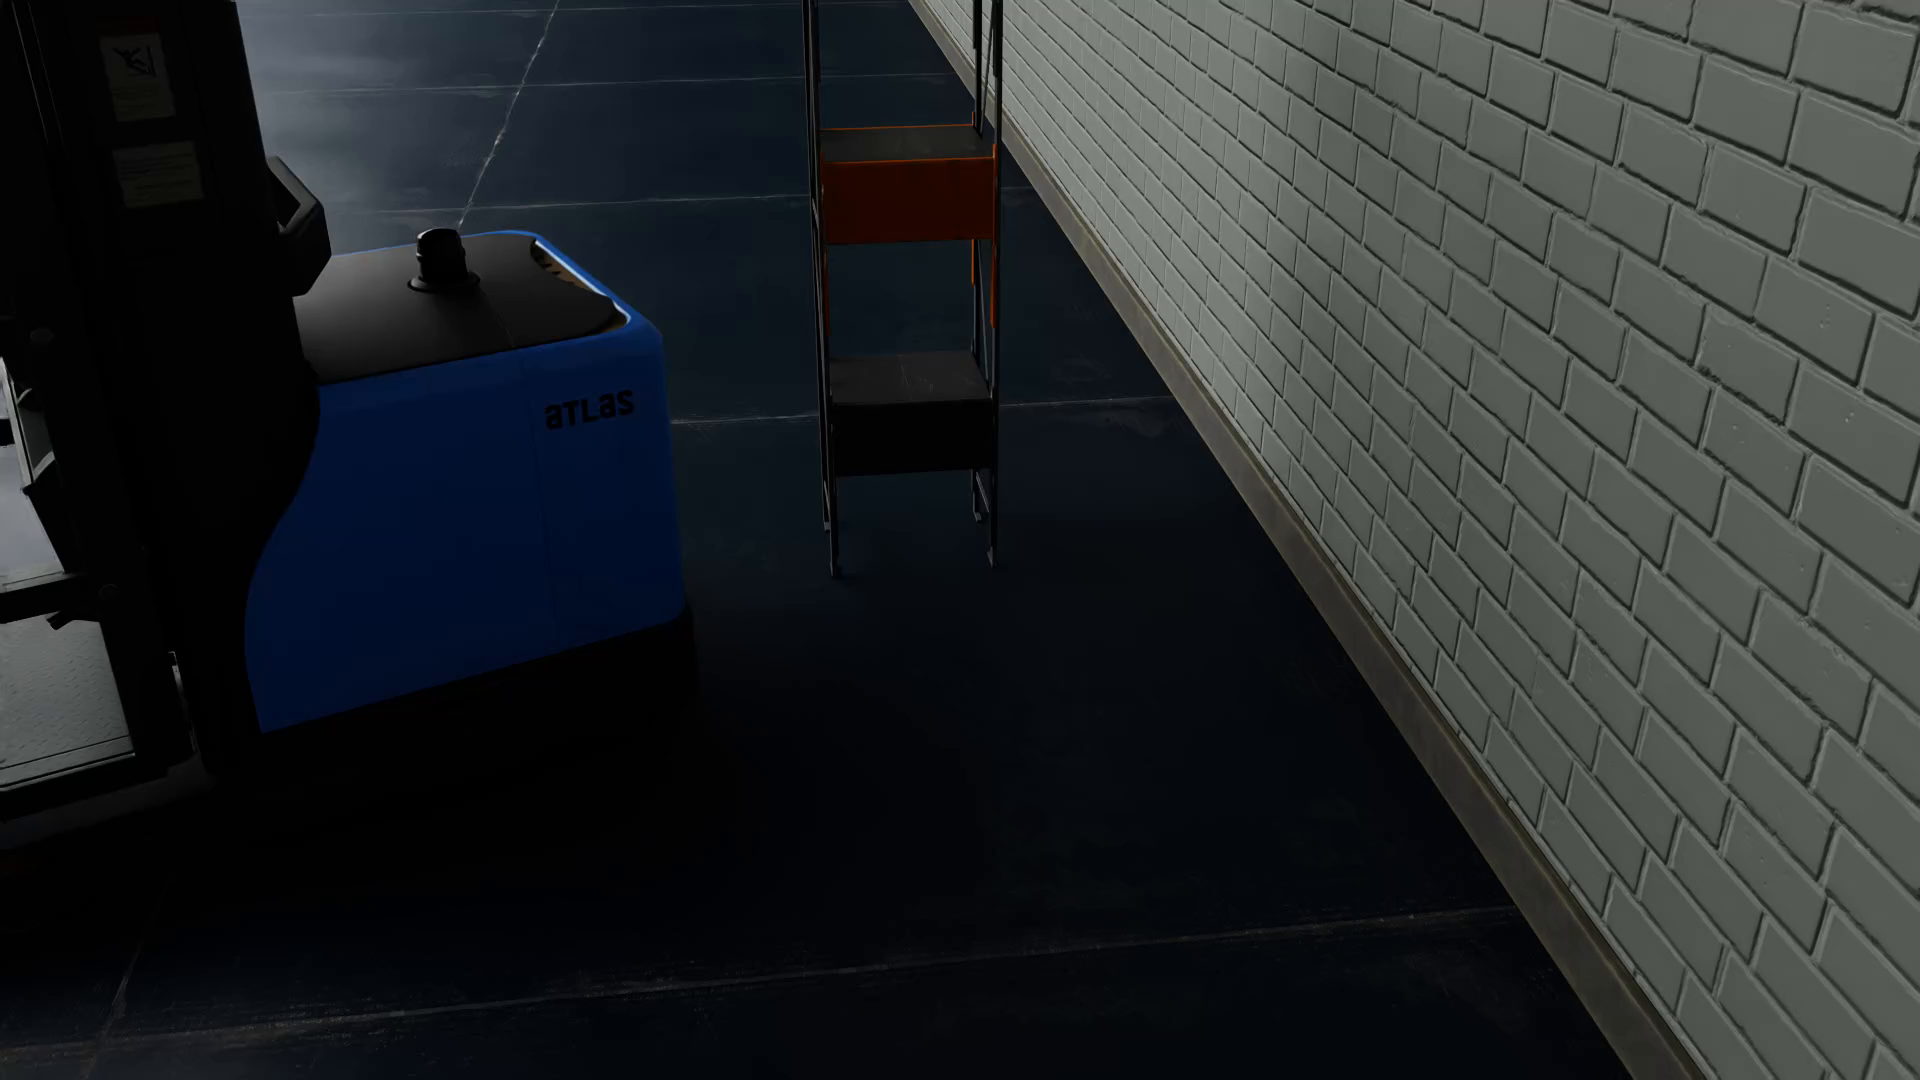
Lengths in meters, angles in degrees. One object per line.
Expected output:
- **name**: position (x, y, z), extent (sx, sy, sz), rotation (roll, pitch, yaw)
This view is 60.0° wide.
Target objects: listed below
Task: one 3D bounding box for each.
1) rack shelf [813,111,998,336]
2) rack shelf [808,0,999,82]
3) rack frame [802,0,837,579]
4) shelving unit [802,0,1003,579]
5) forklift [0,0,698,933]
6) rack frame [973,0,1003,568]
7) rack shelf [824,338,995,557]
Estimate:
- **rack shelf**: position (-0.164, -0.912, 4.756), extent (0.480, 0.518, 0.431), rotation (-4, 27, -7)
- **rack shelf**: position (-0.164, -1.534, 4.437), extent (0.480, 0.518, 0.431), rotation (-4, 27, -7)
- **rack frame**: position (-0.406, -0.908, 4.720), extent (0.015, 2.100, 0.400), rotation (-4, 27, -7)
- **shelving unit**: position (-0.164, -0.924, 4.750), extent (0.503, 2.100, 0.431), rotation (-4, 27, -7)
- **forklift**: position (-2.214, -0.687, 3.379), extent (3.031, 2.935, 1.130), rotation (-15, 31, -27)
- **rack frame**: position (0.078, -0.939, 4.780), extent (0.015, 2.100, 0.400), rotation (-4, 27, -7)
- **rack shelf**: position (-0.164, -0.289, 5.076), extent (0.480, 0.518, 0.431), rotation (-4, 27, -7)
